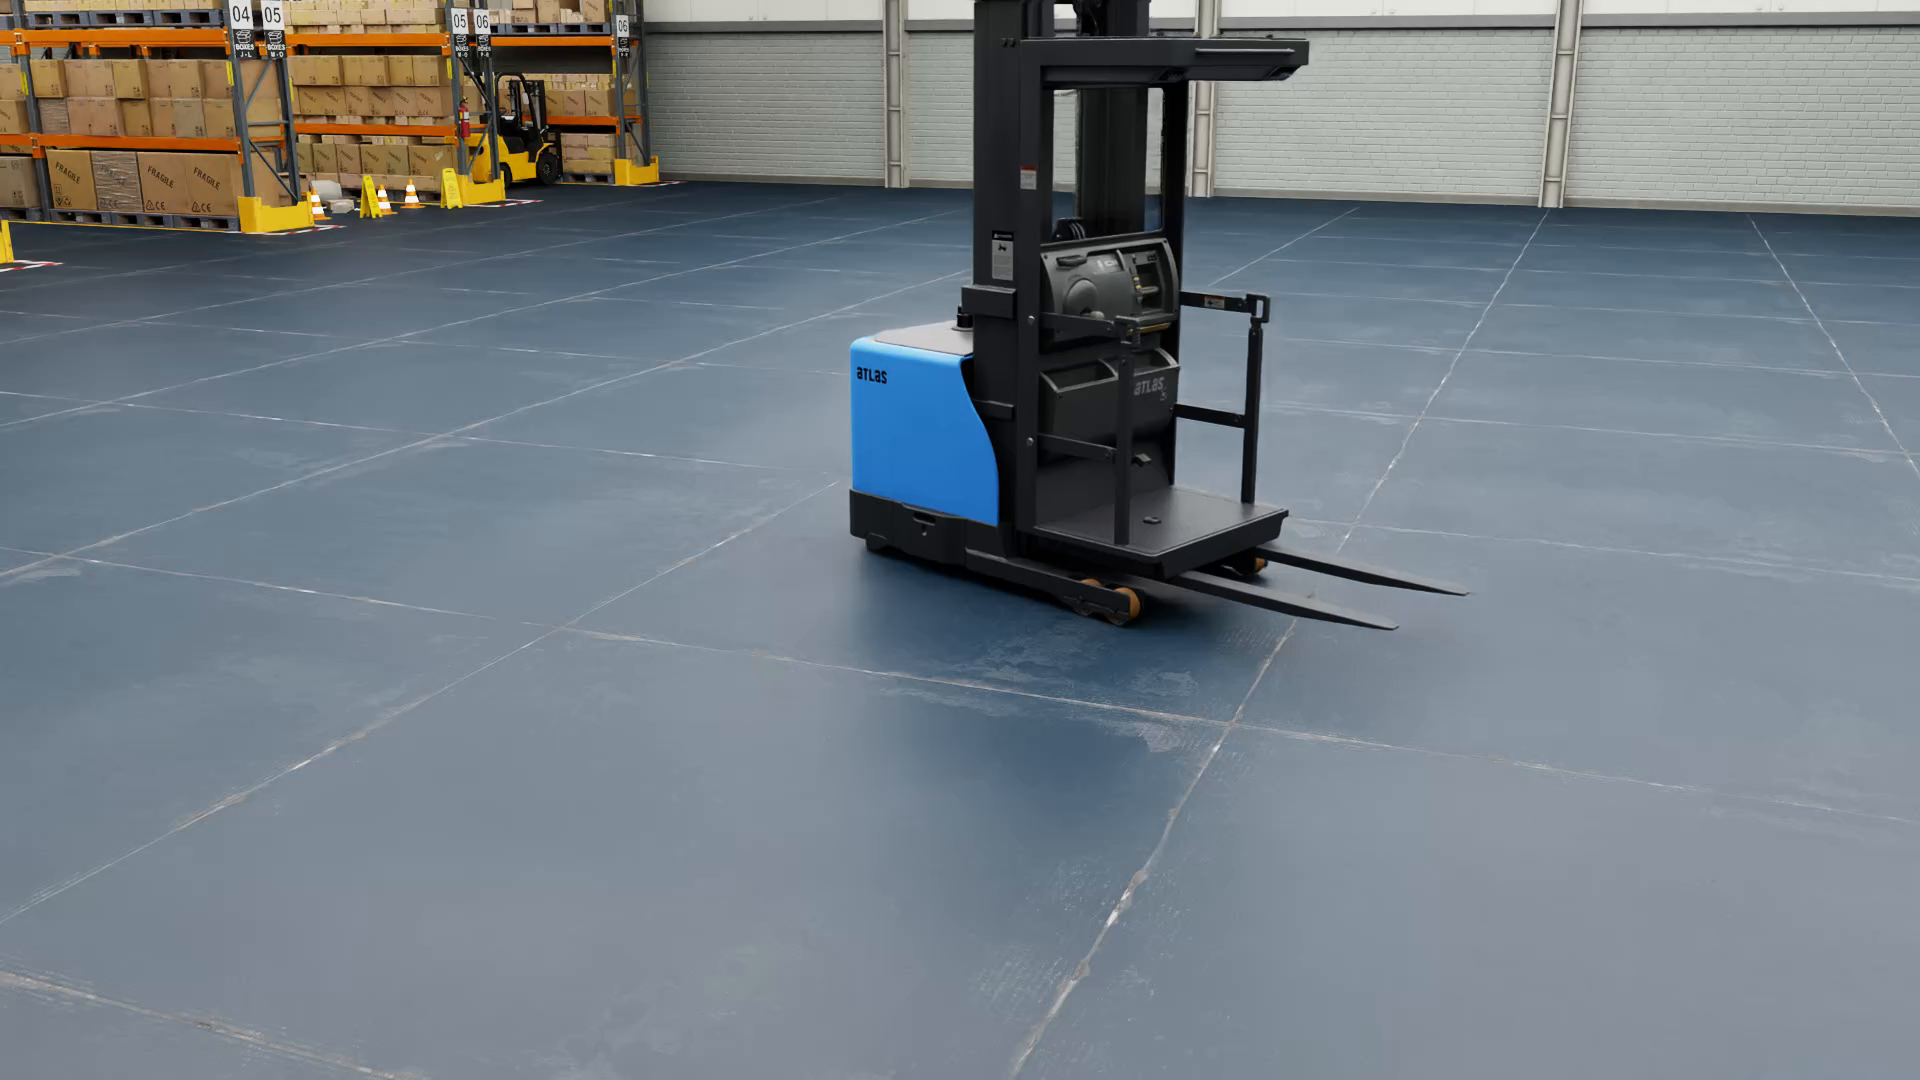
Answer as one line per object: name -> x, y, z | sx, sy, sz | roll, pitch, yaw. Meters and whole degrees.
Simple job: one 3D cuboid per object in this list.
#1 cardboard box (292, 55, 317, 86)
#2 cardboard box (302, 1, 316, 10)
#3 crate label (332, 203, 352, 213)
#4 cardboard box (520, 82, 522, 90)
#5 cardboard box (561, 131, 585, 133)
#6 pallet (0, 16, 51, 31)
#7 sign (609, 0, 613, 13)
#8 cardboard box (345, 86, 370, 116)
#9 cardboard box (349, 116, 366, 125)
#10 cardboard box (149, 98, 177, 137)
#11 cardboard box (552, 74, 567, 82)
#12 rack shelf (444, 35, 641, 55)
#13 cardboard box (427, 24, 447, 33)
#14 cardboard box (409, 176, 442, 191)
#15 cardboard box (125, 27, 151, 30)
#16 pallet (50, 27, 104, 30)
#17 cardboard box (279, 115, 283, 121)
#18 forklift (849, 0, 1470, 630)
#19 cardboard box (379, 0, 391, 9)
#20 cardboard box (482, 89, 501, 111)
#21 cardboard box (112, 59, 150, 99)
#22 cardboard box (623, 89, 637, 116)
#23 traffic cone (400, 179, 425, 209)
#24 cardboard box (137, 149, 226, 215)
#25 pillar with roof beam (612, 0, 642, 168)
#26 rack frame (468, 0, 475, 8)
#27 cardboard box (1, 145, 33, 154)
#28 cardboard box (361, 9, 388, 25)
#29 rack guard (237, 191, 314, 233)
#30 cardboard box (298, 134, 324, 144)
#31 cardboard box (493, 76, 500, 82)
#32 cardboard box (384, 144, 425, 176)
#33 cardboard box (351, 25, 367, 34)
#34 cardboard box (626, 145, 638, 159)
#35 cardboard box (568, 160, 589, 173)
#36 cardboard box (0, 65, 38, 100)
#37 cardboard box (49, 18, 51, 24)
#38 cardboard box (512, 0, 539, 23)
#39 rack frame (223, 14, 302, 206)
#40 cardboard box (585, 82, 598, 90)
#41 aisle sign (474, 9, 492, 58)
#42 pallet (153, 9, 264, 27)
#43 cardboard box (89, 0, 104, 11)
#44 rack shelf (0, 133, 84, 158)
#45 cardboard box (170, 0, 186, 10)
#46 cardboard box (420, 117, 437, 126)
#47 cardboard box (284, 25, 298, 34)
cardboard box -> -11.221, -8.223, 29.111 | 0.500, 0.500, 0.700 | 6, 17, 21
cardboard box -> -11.115, -9.215, 28.674 | 0.250, 0.149, 0.380 | 6, 17, 20
crate label -> -10.016, -5.378, 26.953 | 0.298, 0.136, 0.250 | -2, 16, -8
cardboard box -> -8.820, -9.119, 33.361 | 0.250, 0.149, 0.380 | 6, 17, 19
cardboard box -> -7.785, -8.153, 33.763 | 0.500, 0.250, 0.500 | 6, 17, 20
pallet -> -14.611, -7.846, 25.284 | 1.217, 0.209, 0.805 | 6, 17, 18
sign -> -6.691, -10.278, 31.870 | 0.005, 0.325, 0.100 | 6, 17, 21
cardboard box -> -10.296, -7.638, 28.890 | 0.500, 0.500, 0.500 | 6, 17, 21
cardboard box -> -10.412, -7.323, 28.969 | 0.250, 0.149, 0.380 | 6, 17, 20
cardboard box -> -11.376, -6.246, 24.540 | 0.550, 0.550, 0.875 | 6, 17, 21
cardboard box -> -7.872, -9.153, 32.946 | 0.250, 0.149, 0.380 | 7, 18, 22
rack shelf -> -8.340, -9.889, 33.267 | 4.000, 0.370, 1.077 | 6, 17, 21
cardboard box -> -8.732, -8.585, 27.937 | 0.250, 0.149, 0.380 | 6, 17, 21
cardboard box -> -9.170, -6.198, 28.822 | 0.500, 0.250, 0.500 | 6, 17, 20
cardboard box -> -14.861, -9.509, 30.488 | 0.500, 0.500, 0.700 | 6, 17, 21
pallet -> -16.358, -9.522, 31.051 | 1.003, 0.211, 1.213 | 7, 18, 23
cardboard box -> -11.843, -7.475, 29.492 | 0.250, 0.149, 0.380 | 6, 17, 20
forklift -> 0.853, -1.194, 7.529 | 3.031, 2.935, 1.130 | 15, 22, 41
cardboard box -> -9.632, -9.086, 28.232 | 0.250, 0.149, 0.380 | 6, 17, 21
cardboard box -> -9.393, -8.884, 33.717 | 0.500, 0.500, 0.500 | 7, 17, 22
cardboard box -> -11.908, -6.791, 24.481 | 0.500, 0.550, 0.875 | 6, 17, 21
cardboard box -> -6.838, -8.760, 33.289 | 0.500, 0.500, 0.500 | 7, 18, 22
traffic cone -> -9.171, -5.793, 27.797 | 0.334, 0.463, 0.336 | 6, 17, 21
cardboard box -> -11.494, -5.330, 24.713 | 0.875, 0.875, 0.875 | 6, 17, 20
pillar with roof beam -> -8.376, -10.659, 29.248 | 0.400, 9.000, 9.100 | 6, 17, 21
rack frame -> -10.200, -11.880, 33.453 | 0.127, 3.000, 1.000 | 6, 17, 21
cardboard box -> -18.011, -7.577, 32.452 | 0.875, 0.875, 0.875 | 7, 18, 22
cardboard box -> -9.824, -8.899, 28.302 | 0.500, 0.250, 0.500 | 7, 18, 22
rack guard -> -9.997, -4.805, 24.327 | 0.348, 0.500, 1.175 | 6, 17, 21
cardboard box -> -11.474, -7.105, 29.437 | 0.250, 0.149, 0.380 | 7, 17, 21
cardboard box -> -9.294, -9.311, 33.491 | 0.250, 0.149, 0.380 | 7, 17, 22
cardboard box -> -9.625, -6.610, 28.895 | 0.500, 0.500, 0.500 | 7, 18, 23
cardboard box -> -10.177, -8.731, 28.439 | 0.250, 0.149, 0.380 | 6, 17, 20
cardboard box -> -6.841, -7.813, 33.487 | 0.500, 0.250, 0.500 | 7, 17, 22
cardboard box -> -7.492, -7.490, 33.272 | 0.500, 0.250, 0.500 | 6, 17, 21
cardboard box -> -14.205, -6.994, 25.413 | 0.500, 0.500, 0.700 | 6, 17, 20
cardboard box -> -16.730, -9.862, 30.952 | 0.500, 0.500, 0.700 | 5, 17, 18
cardboard box -> -8.427, -10.512, 33.004 | 0.637, 0.503, 0.797 | 7, 18, 22
rack frame -> -10.019, -6.007, 23.987 | 0.127, 3.000, 1.000 | 6, 17, 21
cardboard box -> -7.153, -8.930, 32.711 | 0.250, 0.149, 0.380 | 7, 17, 22
aisle sign -> -8.126, -8.624, 28.337 | 0.004, 0.787, 0.394 | 6, 17, 21
pallet -> -10.713, -7.479, 23.833 | 1.213, 0.211, 1.003 | 6, 17, 21
cardboard box -> -12.341, -7.731, 24.062 | 0.250, 0.149, 0.380 | 6, 17, 21
rack shelf -> -15.601, -6.276, 26.201 | 4.000, 0.370, 1.077 | 6, 17, 21
cardboard box -> -10.926, -7.575, 23.525 | 0.250, 0.149, 0.380 | 7, 17, 21
cardboard box -> -9.000, -7.161, 28.410 | 0.250, 0.149, 0.380 | 6, 17, 20
cardboard box -> -11.596, -8.893, 28.997 | 0.250, 0.149, 0.380 | 6, 17, 21
